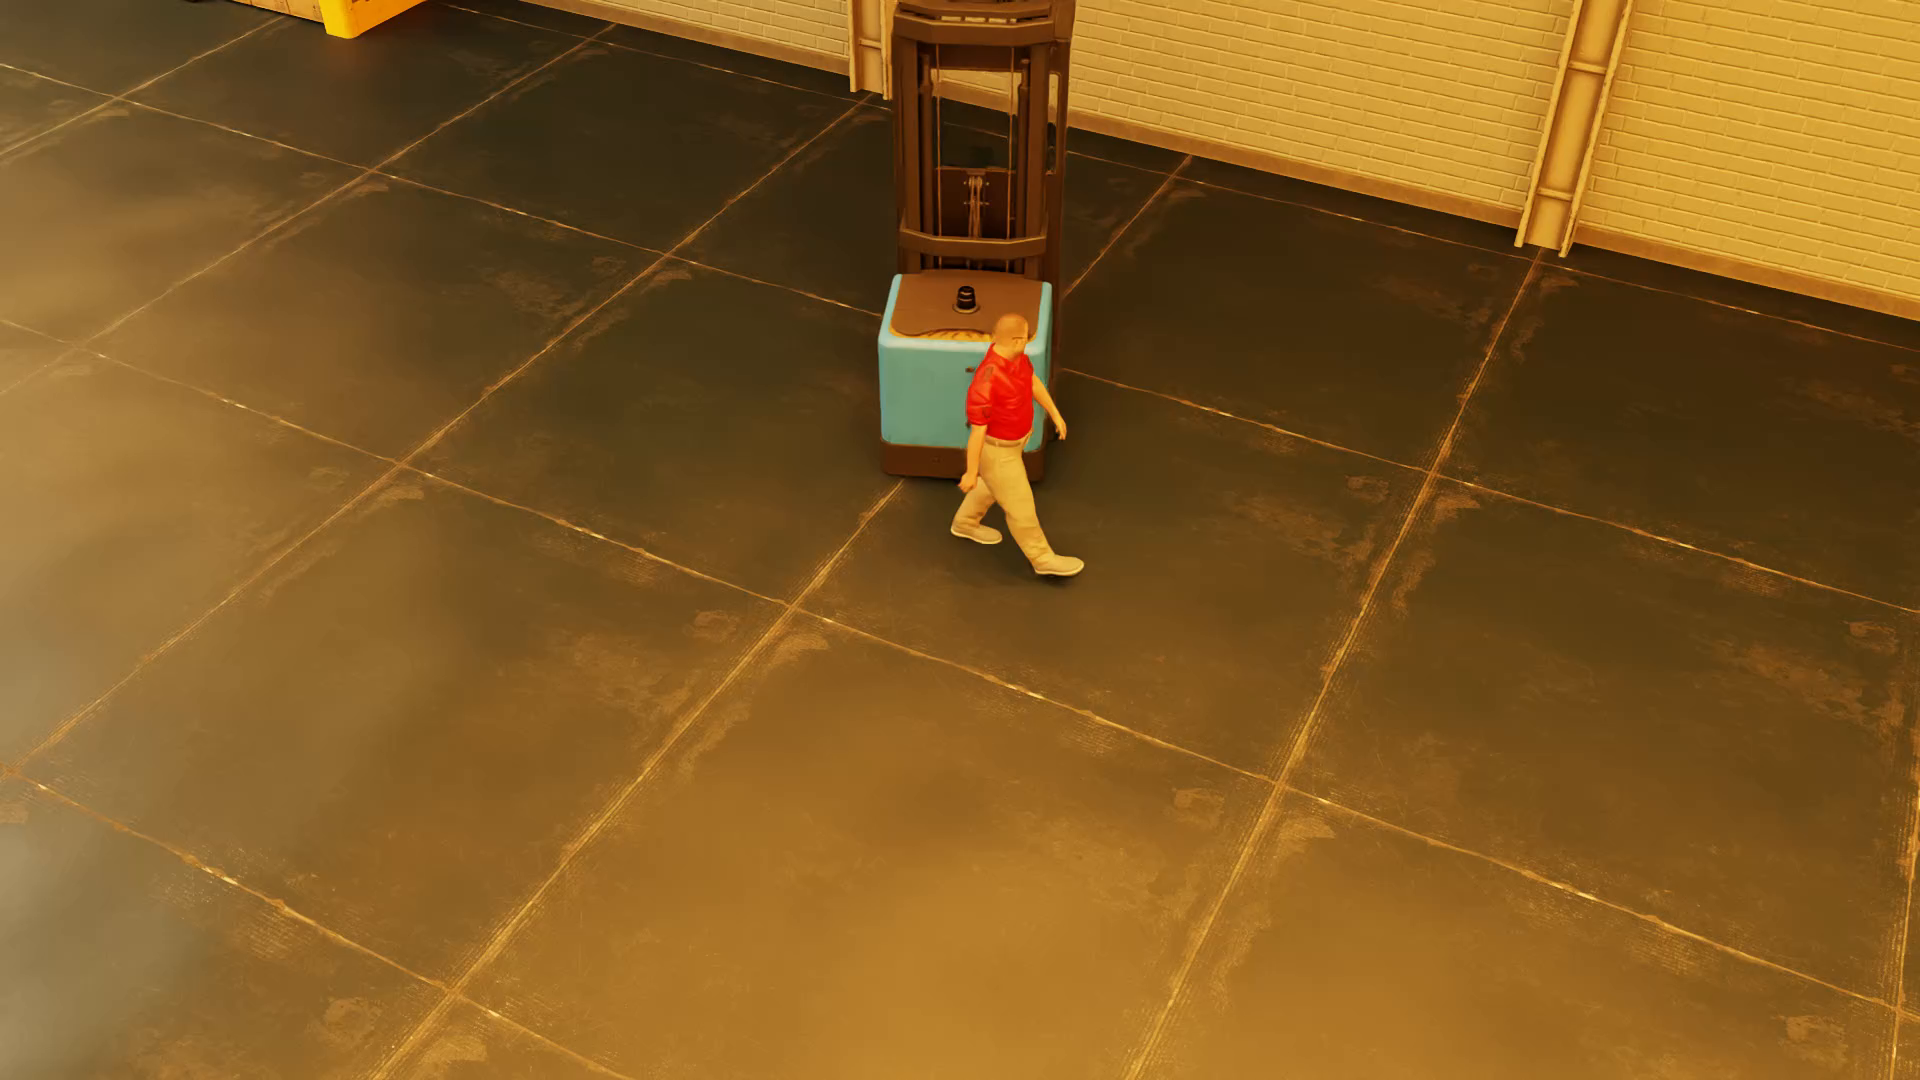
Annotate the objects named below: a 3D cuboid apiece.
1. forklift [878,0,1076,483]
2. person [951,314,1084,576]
[{"bbox_3d":[0.150,-2.427,10.868,1.130,2.935,3.031,4,40,4],"label":"forklift"},{"bbox_3d":[0.336,-0.529,9.591,0.891,1.679,0.692,10,41,12],"label":"person"}]
